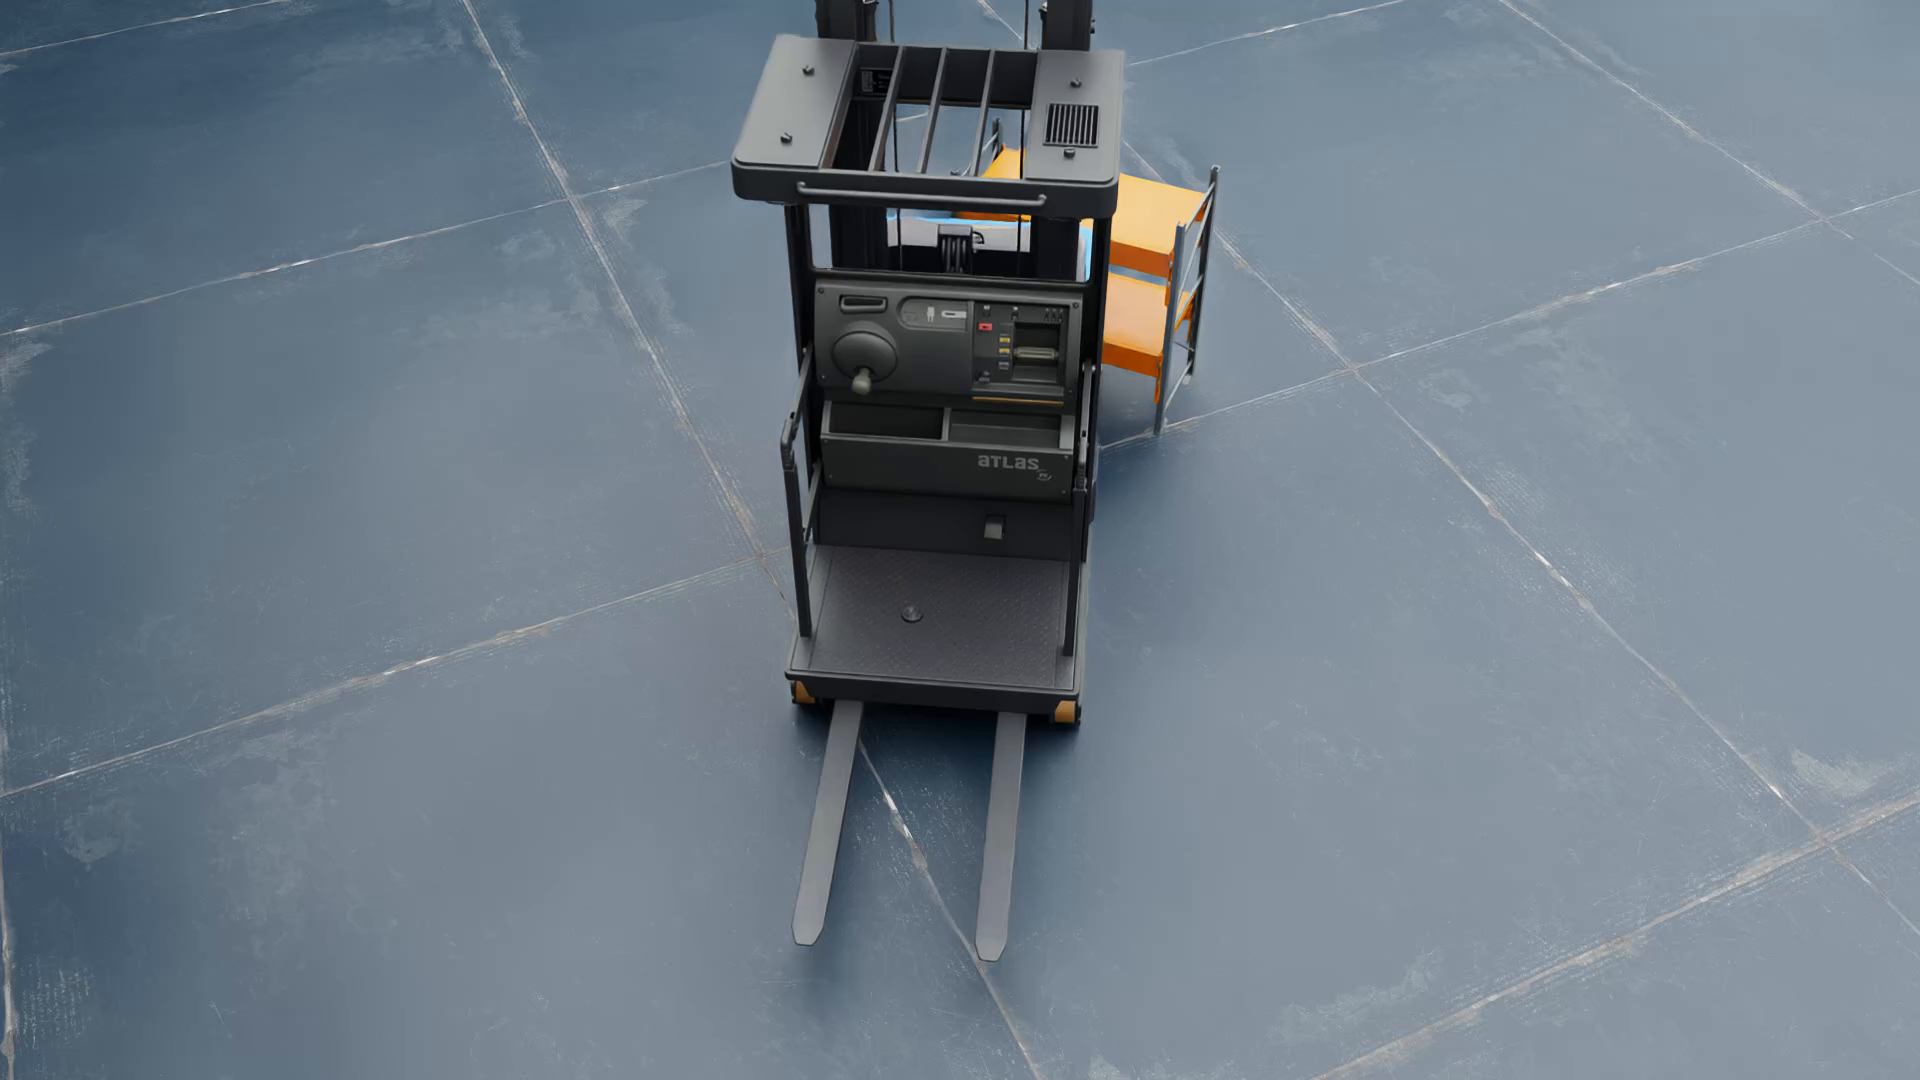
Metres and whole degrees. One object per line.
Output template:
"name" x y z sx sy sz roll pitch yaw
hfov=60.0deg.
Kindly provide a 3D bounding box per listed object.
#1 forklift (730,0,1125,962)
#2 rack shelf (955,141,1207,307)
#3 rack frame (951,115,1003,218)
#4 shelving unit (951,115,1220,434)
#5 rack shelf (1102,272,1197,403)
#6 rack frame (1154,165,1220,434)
"forklift" -0.062 -0.594 5.634 1.130 2.935 3.031 4 45 4
"rack shelf" 0.539 -1.403 7.323 1.000 0.278 0.538 17 47 17
"rack frame" 0.075 -1.340 7.676 0.032 1.125 0.500 17 47 17
"shelving unit" 0.539 -1.194 7.528 1.048 1.125 0.538 17 47 17
"rack shelf" 0.539 -1.020 7.700 1.000 0.278 0.538 17 47 17
"rack frame" 1.003 -1.049 7.381 0.032 1.125 0.500 17 47 17
